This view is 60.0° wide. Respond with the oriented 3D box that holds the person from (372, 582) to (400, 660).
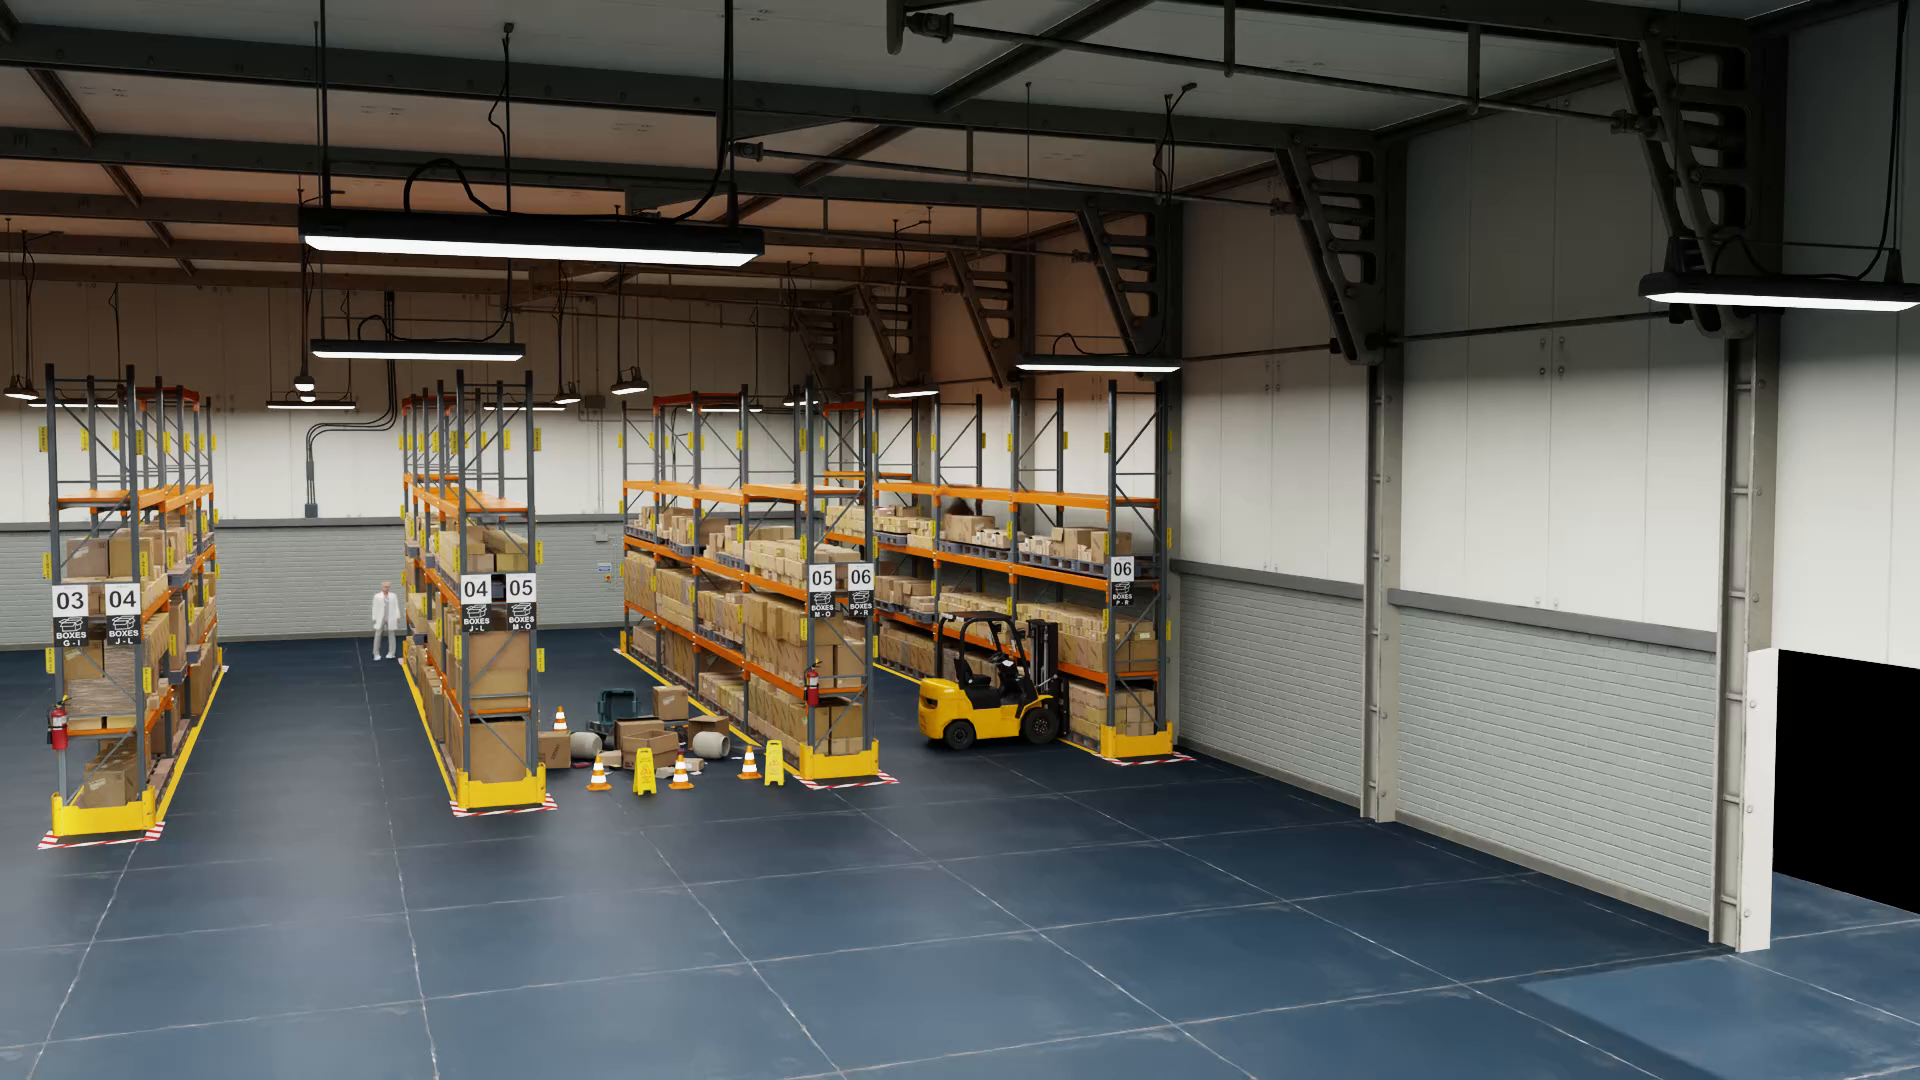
[{"bbox_3d":[-13.290,1.863,38.512,0.619,1.783,0.535,-1,3,-17],"label":"person"}]
